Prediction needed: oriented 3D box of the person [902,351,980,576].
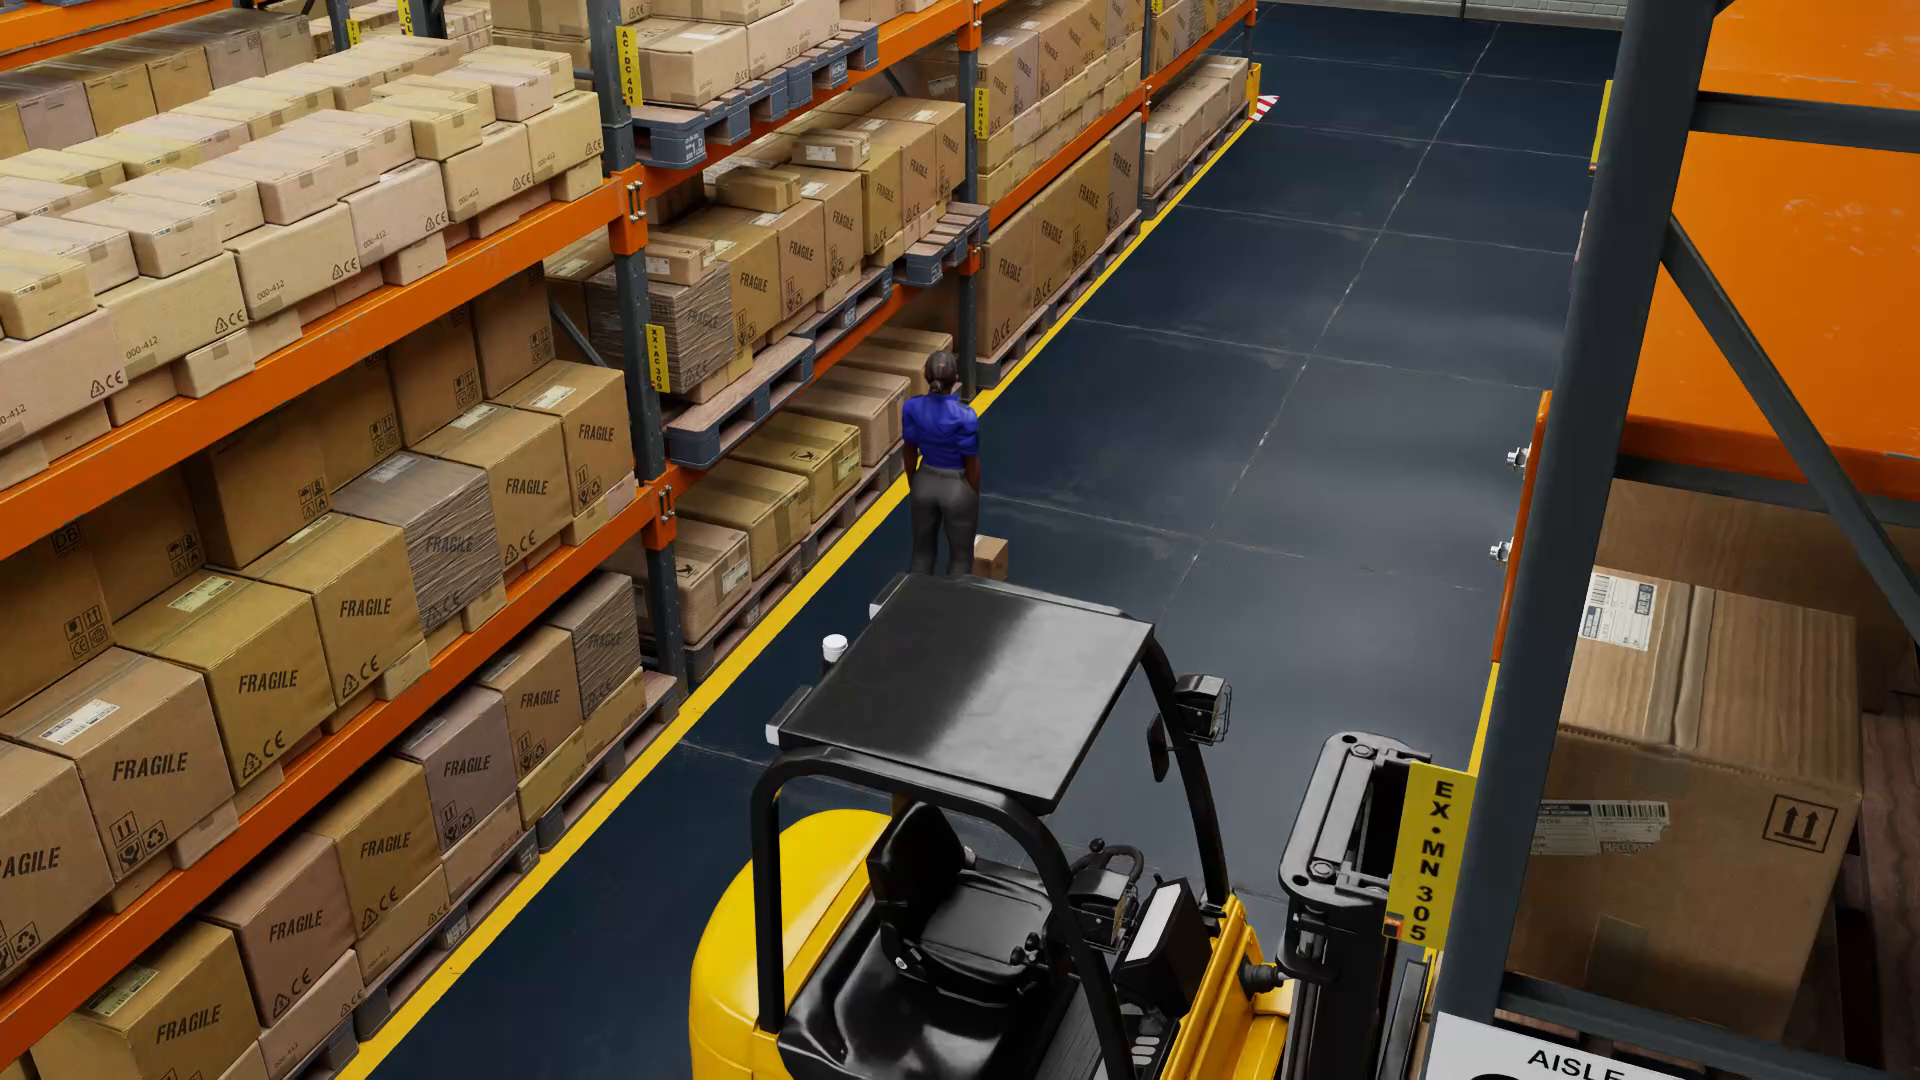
[{"bbox_3d":[-0.090,-0.242,8.817,0.438,1.660,0.307,12,32,20],"label":"person"}]
